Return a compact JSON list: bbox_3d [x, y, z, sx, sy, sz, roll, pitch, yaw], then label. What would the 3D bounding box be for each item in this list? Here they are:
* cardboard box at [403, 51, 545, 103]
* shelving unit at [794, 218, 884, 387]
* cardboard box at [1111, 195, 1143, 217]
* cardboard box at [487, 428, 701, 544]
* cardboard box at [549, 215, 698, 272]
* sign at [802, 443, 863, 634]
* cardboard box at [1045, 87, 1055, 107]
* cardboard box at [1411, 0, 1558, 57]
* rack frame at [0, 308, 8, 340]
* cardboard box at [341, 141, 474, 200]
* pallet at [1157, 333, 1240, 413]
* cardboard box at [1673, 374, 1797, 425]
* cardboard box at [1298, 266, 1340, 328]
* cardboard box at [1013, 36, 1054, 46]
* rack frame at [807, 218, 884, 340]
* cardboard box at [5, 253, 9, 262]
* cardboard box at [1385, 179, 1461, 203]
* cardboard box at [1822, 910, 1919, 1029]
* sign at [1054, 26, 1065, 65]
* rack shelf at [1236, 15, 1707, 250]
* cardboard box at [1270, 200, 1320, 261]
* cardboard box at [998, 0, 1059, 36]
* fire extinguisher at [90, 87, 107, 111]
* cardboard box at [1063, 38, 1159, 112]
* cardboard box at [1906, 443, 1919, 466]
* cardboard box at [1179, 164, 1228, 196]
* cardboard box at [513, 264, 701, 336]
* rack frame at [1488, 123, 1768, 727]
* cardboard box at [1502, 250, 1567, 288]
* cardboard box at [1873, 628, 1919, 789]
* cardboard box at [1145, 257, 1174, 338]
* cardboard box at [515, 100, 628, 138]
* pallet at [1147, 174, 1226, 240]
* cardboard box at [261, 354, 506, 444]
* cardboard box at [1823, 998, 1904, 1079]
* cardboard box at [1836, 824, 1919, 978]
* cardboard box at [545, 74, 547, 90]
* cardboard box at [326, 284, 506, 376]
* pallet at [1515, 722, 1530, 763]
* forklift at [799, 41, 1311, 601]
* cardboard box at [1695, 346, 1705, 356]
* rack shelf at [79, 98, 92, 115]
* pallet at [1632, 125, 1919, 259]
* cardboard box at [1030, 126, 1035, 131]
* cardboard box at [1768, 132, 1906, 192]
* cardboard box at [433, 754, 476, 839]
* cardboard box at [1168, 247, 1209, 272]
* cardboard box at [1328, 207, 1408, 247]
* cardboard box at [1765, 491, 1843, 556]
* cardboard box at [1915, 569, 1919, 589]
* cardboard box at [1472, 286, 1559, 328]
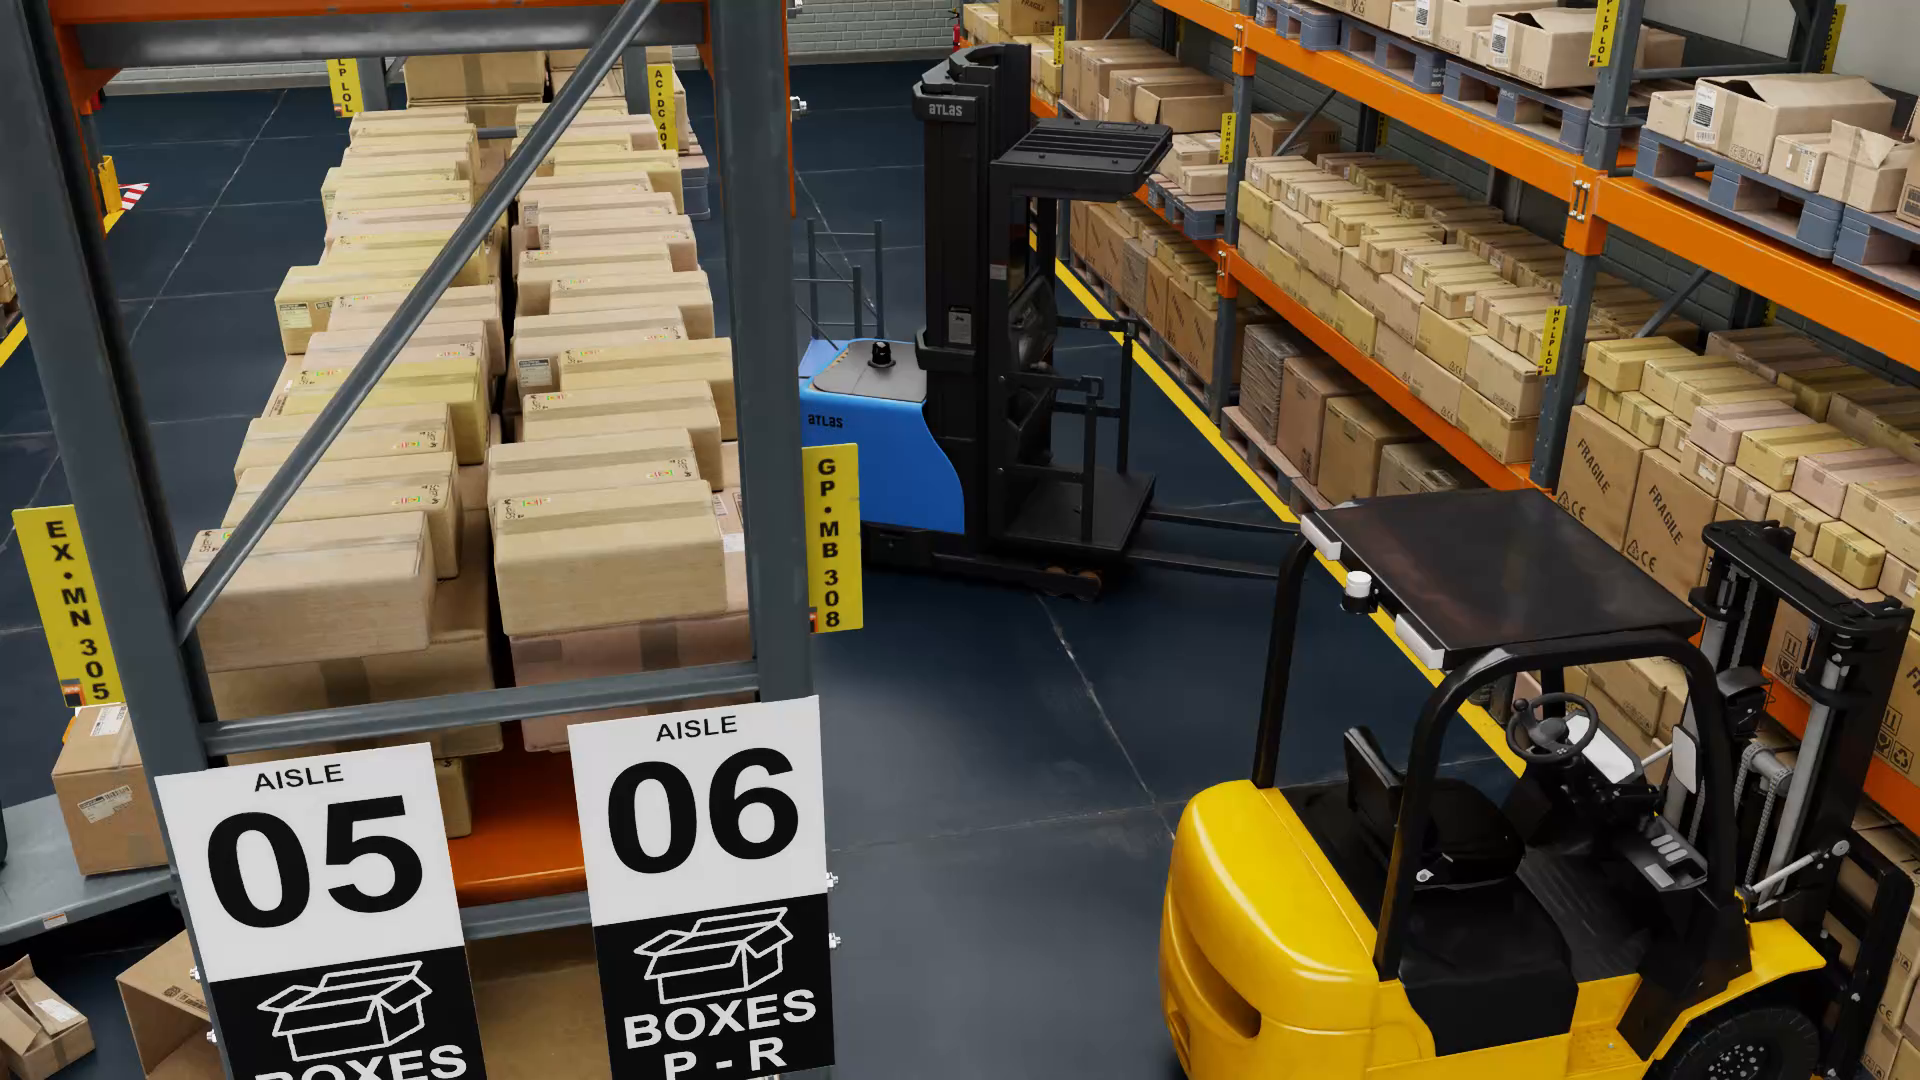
[{"bbox_3d":[-1.891,-1.894,6.491,0.500,0.250,0.500,-5,27,-10],"label":"cardboard box"},{"bbox_3d":[-0.823,-1.261,11.083,0.538,1.500,1.048,2,27,4],"label":"shelving unit"},{"bbox_3d":[1.499,-2.820,14.096,0.380,0.149,0.250,-6,27,-12],"label":"cardboard box"},{"bbox_3d":[-0.689,-0.083,3.150,0.380,0.149,0.250,-6,27,-12],"label":"cardboard box"},{"bbox_3d":[-0.910,-0.765,4.501,0.380,0.149,0.250,-6,27,-11],"label":"cardboard box"},{"bbox_3d":[-0.207,0.002,2.619,0.100,0.325,0.005,-6,27,-12],"label":"sign"},{"bbox_3d":[0.998,-4.102,15.327,0.380,0.149,0.250,-5,27,-10],"label":"cardboard box"},{"bbox_3d":[2.625,-2.637,8.338,0.500,0.311,0.500,-7,28,-13],"label":"cardboard box"},{"bbox_3d":[-8.239,-2.935,12.736,1.000,3.000,0.127,-6,27,-12],"label":"rack frame"},{"bbox_3d":[-1.746,-1.153,5.271,0.380,0.149,0.250,-7,28,-13],"label":"cardboard box"},{"bbox_3d":[2.166,-1.318,12.628,1.003,0.211,1.213,-6,27,-12],"label":"pallet"},{"bbox_3d":[3.194,-0.556,6.861,0.380,0.149,0.250,-6,27,-13],"label":"cardboard box"},{"bbox_3d":[2.390,-1.498,10.056,0.500,0.250,0.500,-7,28,-13],"label":"cardboard box"},{"bbox_3d":[0.816,-4.691,16.051,0.500,0.250,0.500,-6,27,-12],"label":"cardboard box"},{"bbox_3d":[-0.780,-1.489,11.536,0.500,1.500,0.032,2,27,4],"label":"rack frame"},{"bbox_3d":[-8.244,-2.379,14.003,0.380,0.149,0.250,-6,27,-12],"label":"cardboard box"},{"bbox_3d":[2.858,-2.119,10.289,0.380,0.149,0.250,-6,28,-13],"label":"cardboard box"},{"bbox_3d":[3.446,1.470,6.040,0.500,0.250,0.500,-7,28,-13],"label":"cardboard box"},{"bbox_3d":[0.869,-4.316,14.511,0.100,0.325,0.005,-6,27,-12],"label":"sign"},{"bbox_3d":[2.748,-2.372,9.089,1.077,0.370,4.000,-6,27,-12],"label":"rack shelf"},{"bbox_3d":[2.271,-1.948,10.393,0.500,0.250,0.500,-5,27,-10],"label":"cardboard box"},{"bbox_3d":[0.672,-5.259,16.345,0.500,0.500,0.500,-5,27,-10],"label":"cardboard box"},{"bbox_3d":[-8.748,-4.647,16.628,0.296,0.674,0.183,-6,27,-12],"label":"fire extinguisher"},{"bbox_3d":[1.287,-3.985,14.239,0.700,0.500,0.500,-5,27,-10],"label":"cardboard box"},{"bbox_3d":[3.822,-0.268,6.290,0.380,0.149,0.250,-6,27,-12],"label":"cardboard box"},{"bbox_3d":[1.775,-2.556,11.798,0.380,0.149,0.250,-5,27,-11],"label":"cardboard box"},{"bbox_3d":[-0.930,-0.540,4.498,0.500,0.250,0.500,-5,27,-10],"label":"cardboard box"},{"bbox_3d":[3.199,-0.476,7.863,1.000,3.000,0.127,-6,27,-12],"label":"rack frame"},{"bbox_3d":[3.154,-1.441,8.944,0.380,0.149,0.250,-6,27,-12],"label":"cardboard box"},{"bbox_3d":[3.510,0.593,5.636,0.500,0.500,0.500,-6,27,-13],"label":"cardboard box"},{"bbox_3d":[1.769,-1.917,13.028,0.500,0.500,0.500,-5,27,-9],"label":"cardboard box"},{"bbox_3d":[-1.352,-1.436,5.831,0.380,0.149,0.250,-5,27,-11],"label":"cardboard box"},{"bbox_3d":[2.076,-2.436,11.961,1.213,0.211,1.003,-6,27,-12],"label":"pallet"},{"bbox_3d":[-1.347,-0.264,3.952,0.500,0.250,0.500,-5,27,-10],"label":"cardboard box"},{"bbox_3d":[3.480,1.706,6.126,0.500,0.250,0.500,-6,27,-11],"label":"cardboard box"},{"bbox_3d":[3.448,1.260,5.901,0.500,0.250,0.500,-6,27,-11],"label":"cardboard box"},{"bbox_3d":[-2.132,-2.118,7.488,0.500,0.250,0.500,-6,27,-11],"label":"cardboard box"},{"bbox_3d":[-1.284,-0.485,3.947,0.380,0.149,0.250,-7,28,-13],"label":"cardboard box"},{"bbox_3d":[3.337,1.123,7.791,1.003,0.211,1.213,-6,27,-12],"label":"pallet"},{"bbox_3d":[0.604,-1.227,9.428,3.031,2.935,1.130,8,28,15],"label":"forklift"},{"bbox_3d":[3.334,-0.881,8.277,0.500,0.250,0.500,-6,27,-12],"label":"cardboard box"},{"bbox_3d":[-8.690,-3.492,14.637,1.077,0.370,4.000,-6,27,-12],"label":"rack shelf"},{"bbox_3d":[3.416,-1.403,6.471,1.003,0.211,1.213,-6,27,-12],"label":"pallet"},{"bbox_3d":[0.716,-3.916,16.987,0.500,0.500,0.500,-5,27,-11],"label":"cardboard box"},{"bbox_3d":[3.177,-1.369,6.007,0.380,0.149,0.250,-5,27,-10],"label":"cardboard box"},{"bbox_3d":[-1.088,0.431,3.017,0.380,0.149,0.250,-6,27,-11],"label":"cardboard box"},{"bbox_3d":[1.816,-2.141,12.751,0.380,0.149,0.250,-5,27,-10],"label":"cardboard box"},{"bbox_3d":[2.383,-1.830,9.717,0.380,0.149,0.250,-5,27,-11],"label":"cardboard box"},{"bbox_3d":[3.275,-0.078,6.245,0.380,0.149,0.250,-7,28,-13],"label":"cardboard box"},{"bbox_3d":[3.429,0.127,5.508,0.380,0.149,0.250,-5,27,-11],"label":"cardboard box"},{"bbox_3d":[2.826,-1.161,8.391,0.380,0.149,0.250,-6,27,-12],"label":"cardboard box"}]
